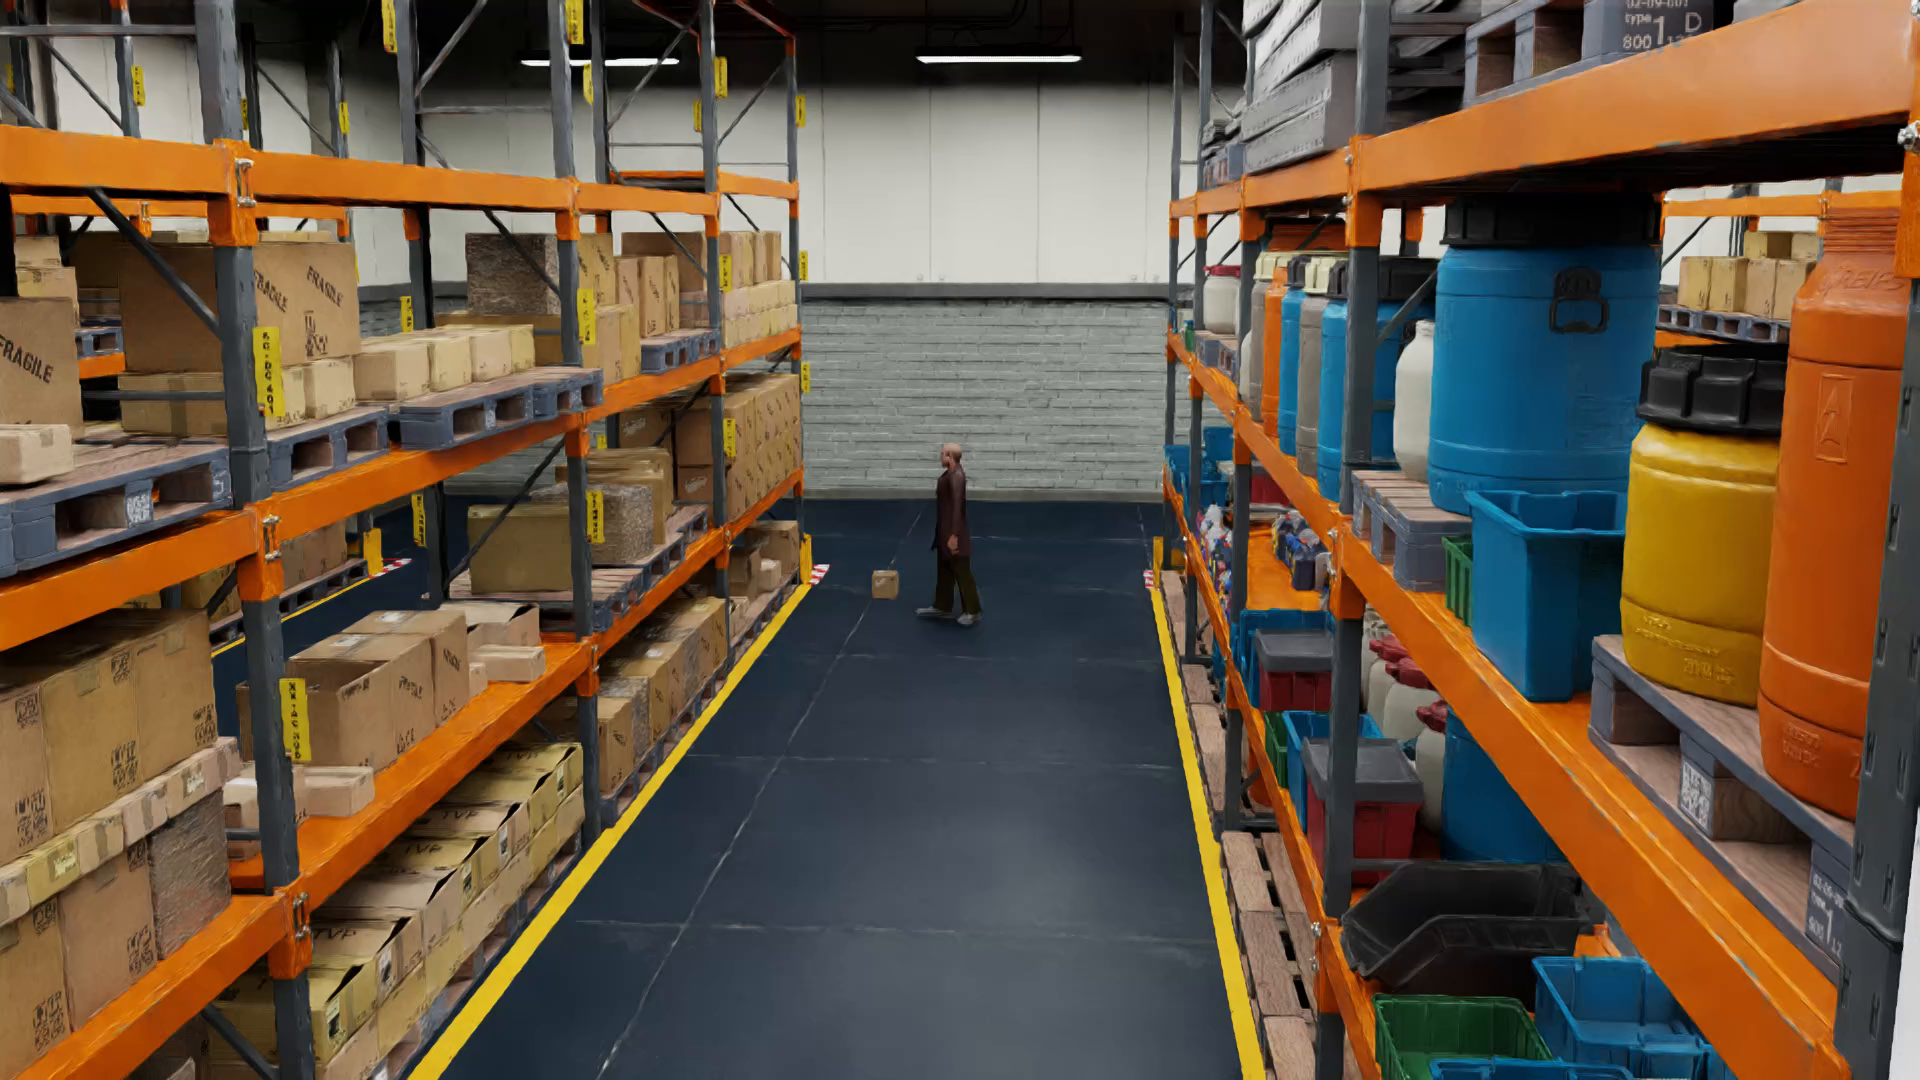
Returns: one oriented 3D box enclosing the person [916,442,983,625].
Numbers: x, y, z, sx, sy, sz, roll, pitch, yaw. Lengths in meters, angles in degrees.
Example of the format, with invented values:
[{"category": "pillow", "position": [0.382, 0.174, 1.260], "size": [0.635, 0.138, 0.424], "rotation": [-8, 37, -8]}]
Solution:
[{"category": "person", "position": [-0.105, -0.082, 16.350], "size": [0.640, 1.779, 0.749], "rotation": [-1, 11, -5]}]
